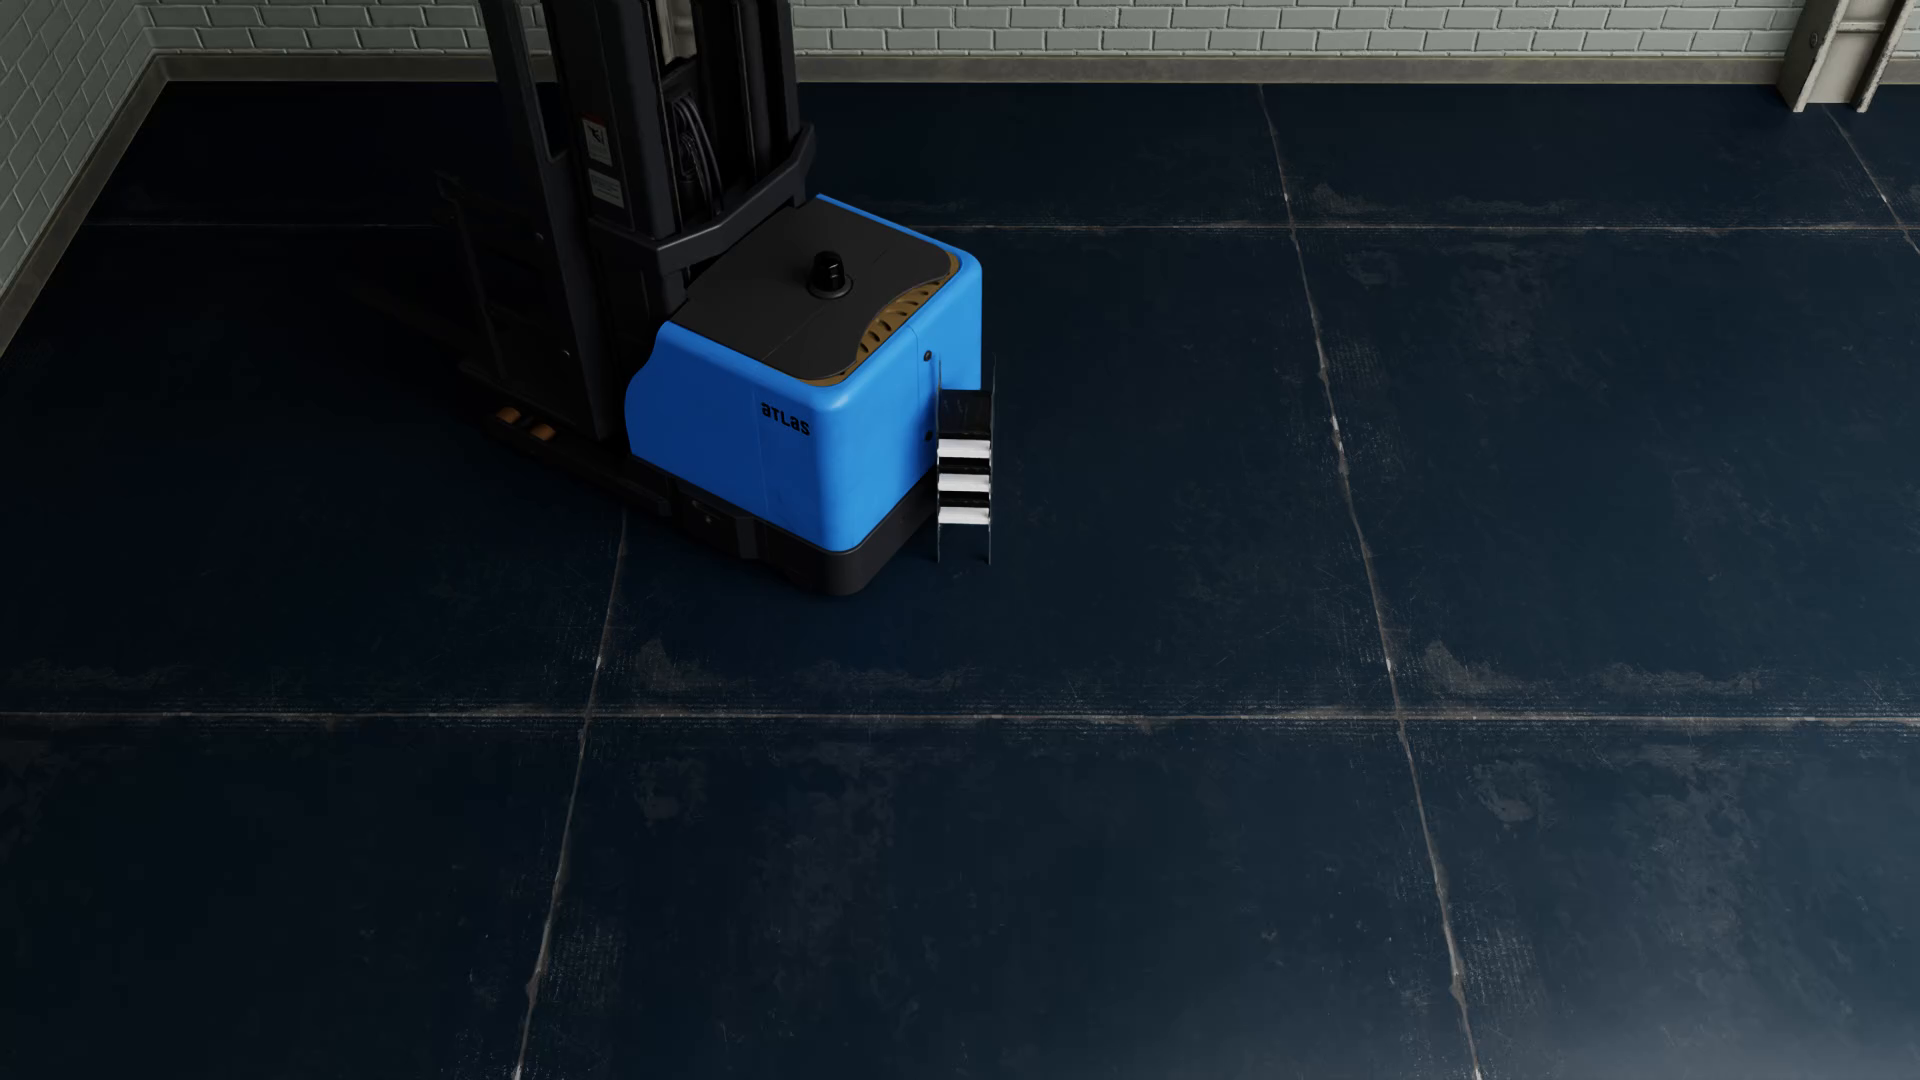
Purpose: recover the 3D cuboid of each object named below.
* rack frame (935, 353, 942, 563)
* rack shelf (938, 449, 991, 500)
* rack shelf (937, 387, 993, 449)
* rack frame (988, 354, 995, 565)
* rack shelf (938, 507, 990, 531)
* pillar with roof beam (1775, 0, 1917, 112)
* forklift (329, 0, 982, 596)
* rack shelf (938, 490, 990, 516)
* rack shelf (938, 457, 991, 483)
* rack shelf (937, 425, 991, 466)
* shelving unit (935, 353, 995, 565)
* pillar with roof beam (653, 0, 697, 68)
[{"bbox_3d":[-0.081,-0.301,6.415,0.006,0.900,0.240,2,47,2],"label":"rack frame"},{"bbox_3d":[0.021,-0.275,6.436,0.200,0.077,0.258,2,47,2],"label":"rack shelf"},{"bbox_3d":[0.021,-0.459,6.239,0.200,0.077,0.258,2,47,2],"label":"rack shelf"},{"bbox_3d":[0.122,-0.294,6.409,0.006,0.900,0.240,2,47,2],"label":"rack frame"},{"bbox_3d":[0.021,-0.152,6.568,0.200,0.077,0.258,2,47,2],"label":"rack shelf"},{"bbox_3d":[4.626,-2.313,2.755,0.400,9.000,9.100,0,47,0],"label":"pillar with roof beam"},{"bbox_3d":[-1.416,-1.627,6.262,3.031,2.935,1.130,25,52,22],"label":"forklift"},{"bbox_3d":[0.021,-0.213,6.502,0.200,0.077,0.258,2,47,2],"label":"rack shelf"},{"bbox_3d":[0.021,-0.336,6.370,0.200,0.077,0.258,2,47,2],"label":"rack shelf"},{"bbox_3d":[0.021,-0.397,6.305,0.200,0.077,0.258,2,47,2],"label":"rack shelf"},{"bbox_3d":[0.021,-0.297,6.412,0.210,0.900,0.258,2,47,2],"label":"shelving unit"},{"bbox_3d":[-1.374,-2.329,2.770,0.400,9.000,9.100,0,47,0],"label":"pillar with roof beam"}]
